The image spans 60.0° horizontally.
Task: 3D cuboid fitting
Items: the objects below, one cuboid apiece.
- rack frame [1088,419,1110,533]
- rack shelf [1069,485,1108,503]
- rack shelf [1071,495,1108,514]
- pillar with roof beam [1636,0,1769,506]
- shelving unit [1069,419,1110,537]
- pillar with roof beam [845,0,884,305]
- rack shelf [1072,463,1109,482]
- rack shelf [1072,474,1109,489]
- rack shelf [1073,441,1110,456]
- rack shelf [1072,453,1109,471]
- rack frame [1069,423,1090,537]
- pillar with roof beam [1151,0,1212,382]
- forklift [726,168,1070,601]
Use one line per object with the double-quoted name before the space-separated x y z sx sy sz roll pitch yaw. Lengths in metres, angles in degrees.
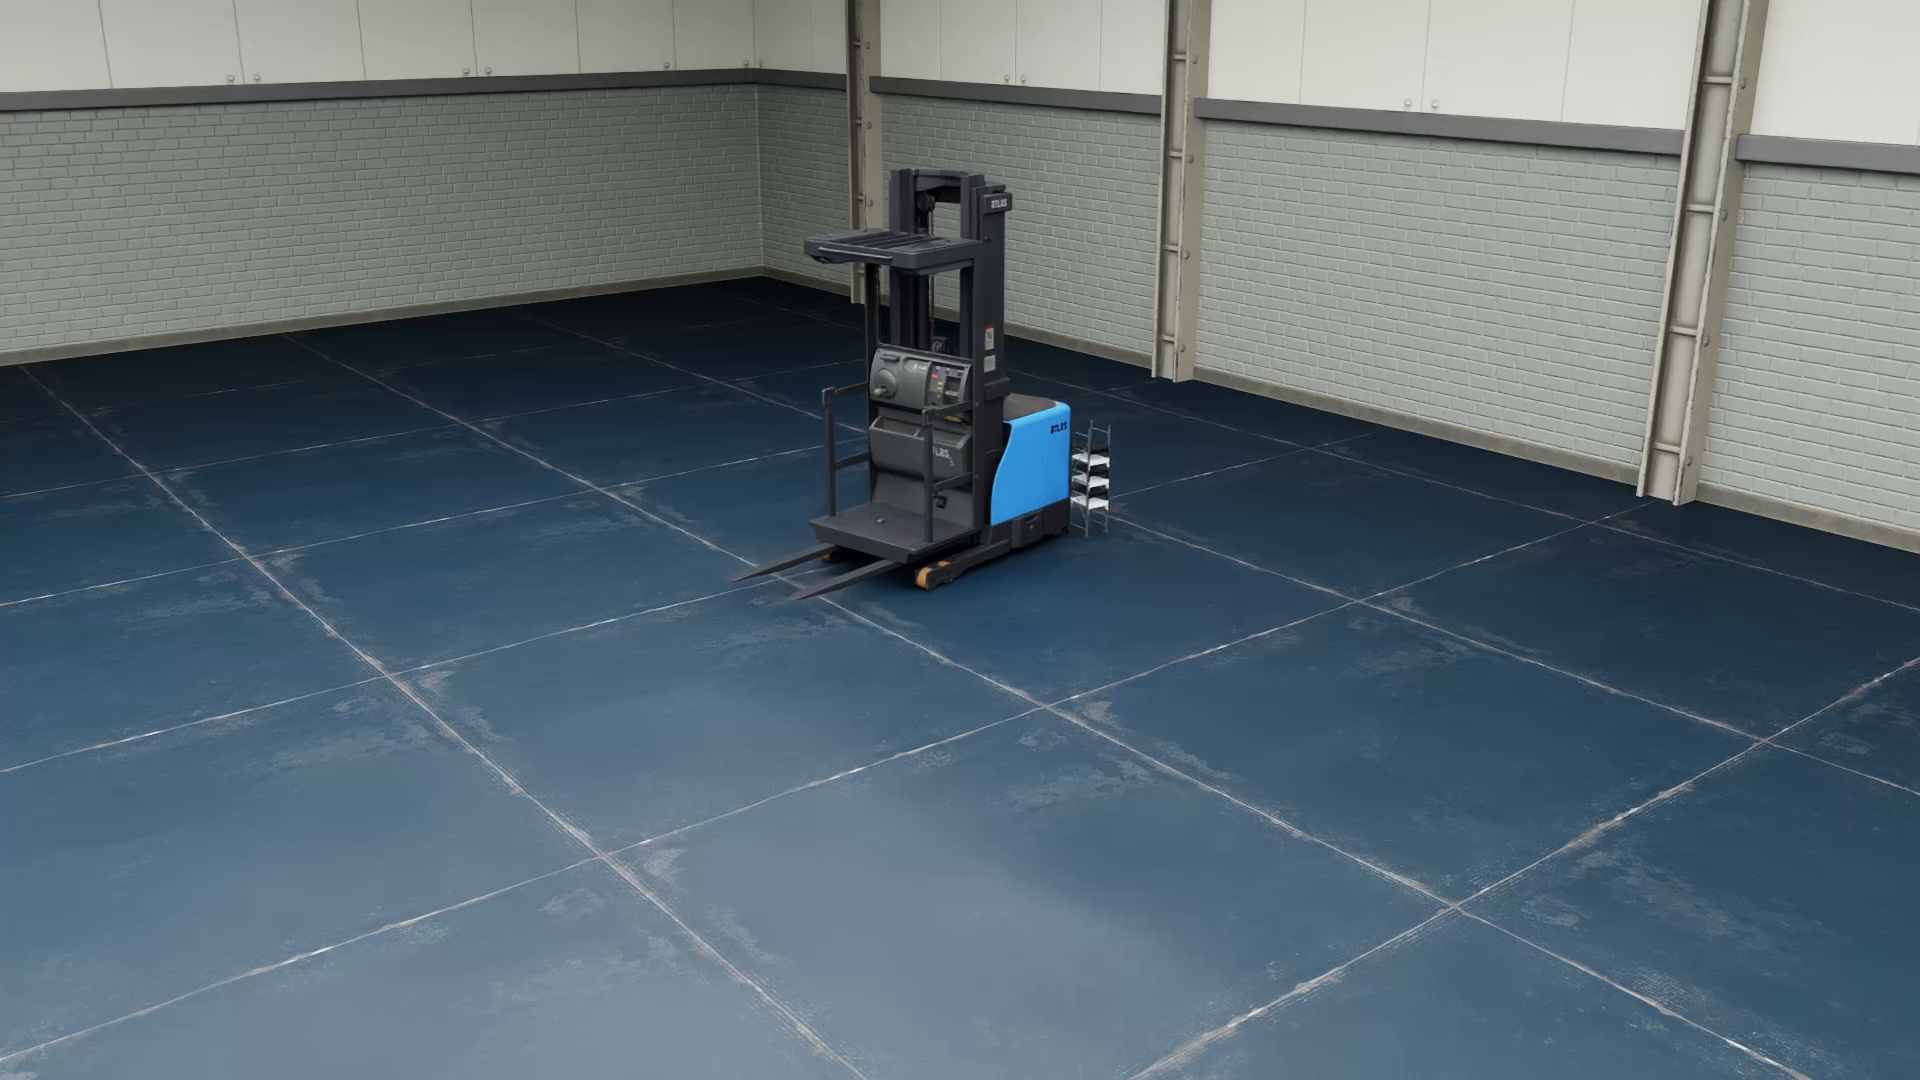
"rack frame" 1.128 -0.516 13.489 0.006 0.900 0.240 -12 22 -33
"rack shelf" 1.044 -0.381 13.473 0.200 0.077 0.258 -12 22 -33
"rack shelf" 1.044 -0.295 13.502 0.200 0.077 0.258 -12 22 -33
"pillar with roof beam" 2.778 -3.804 10.536 9.100 9.000 0.400 -14 23 -36
"shelving unit" 1.044 -0.498 13.435 0.210 0.900 0.258 -12 22 -33
"pillar with roof beam" -4.672 -6.761 19.465 9.100 9.000 0.400 -14 23 -36
"rack shelf" 1.044 -0.552 13.417 0.200 0.077 0.258 -12 22 -33
"rack shelf" 1.044 -0.466 13.445 0.200 0.077 0.258 -12 22 -33
"rack shelf" 1.044 -0.723 13.360 0.200 0.077 0.258 -12 22 -33
"rack shelf" 1.044 -0.637 13.389 0.200 0.077 0.258 -12 22 -33
"rack frame" 0.961 -0.480 13.380 0.006 0.900 0.240 -12 22 -33
"pillar with roof beam" -0.947 -5.283 15.000 9.100 9.000 0.400 -14 23 -36
"forklift" -0.437 -1.199 12.320 1.130 2.935 3.031 15 23 37
